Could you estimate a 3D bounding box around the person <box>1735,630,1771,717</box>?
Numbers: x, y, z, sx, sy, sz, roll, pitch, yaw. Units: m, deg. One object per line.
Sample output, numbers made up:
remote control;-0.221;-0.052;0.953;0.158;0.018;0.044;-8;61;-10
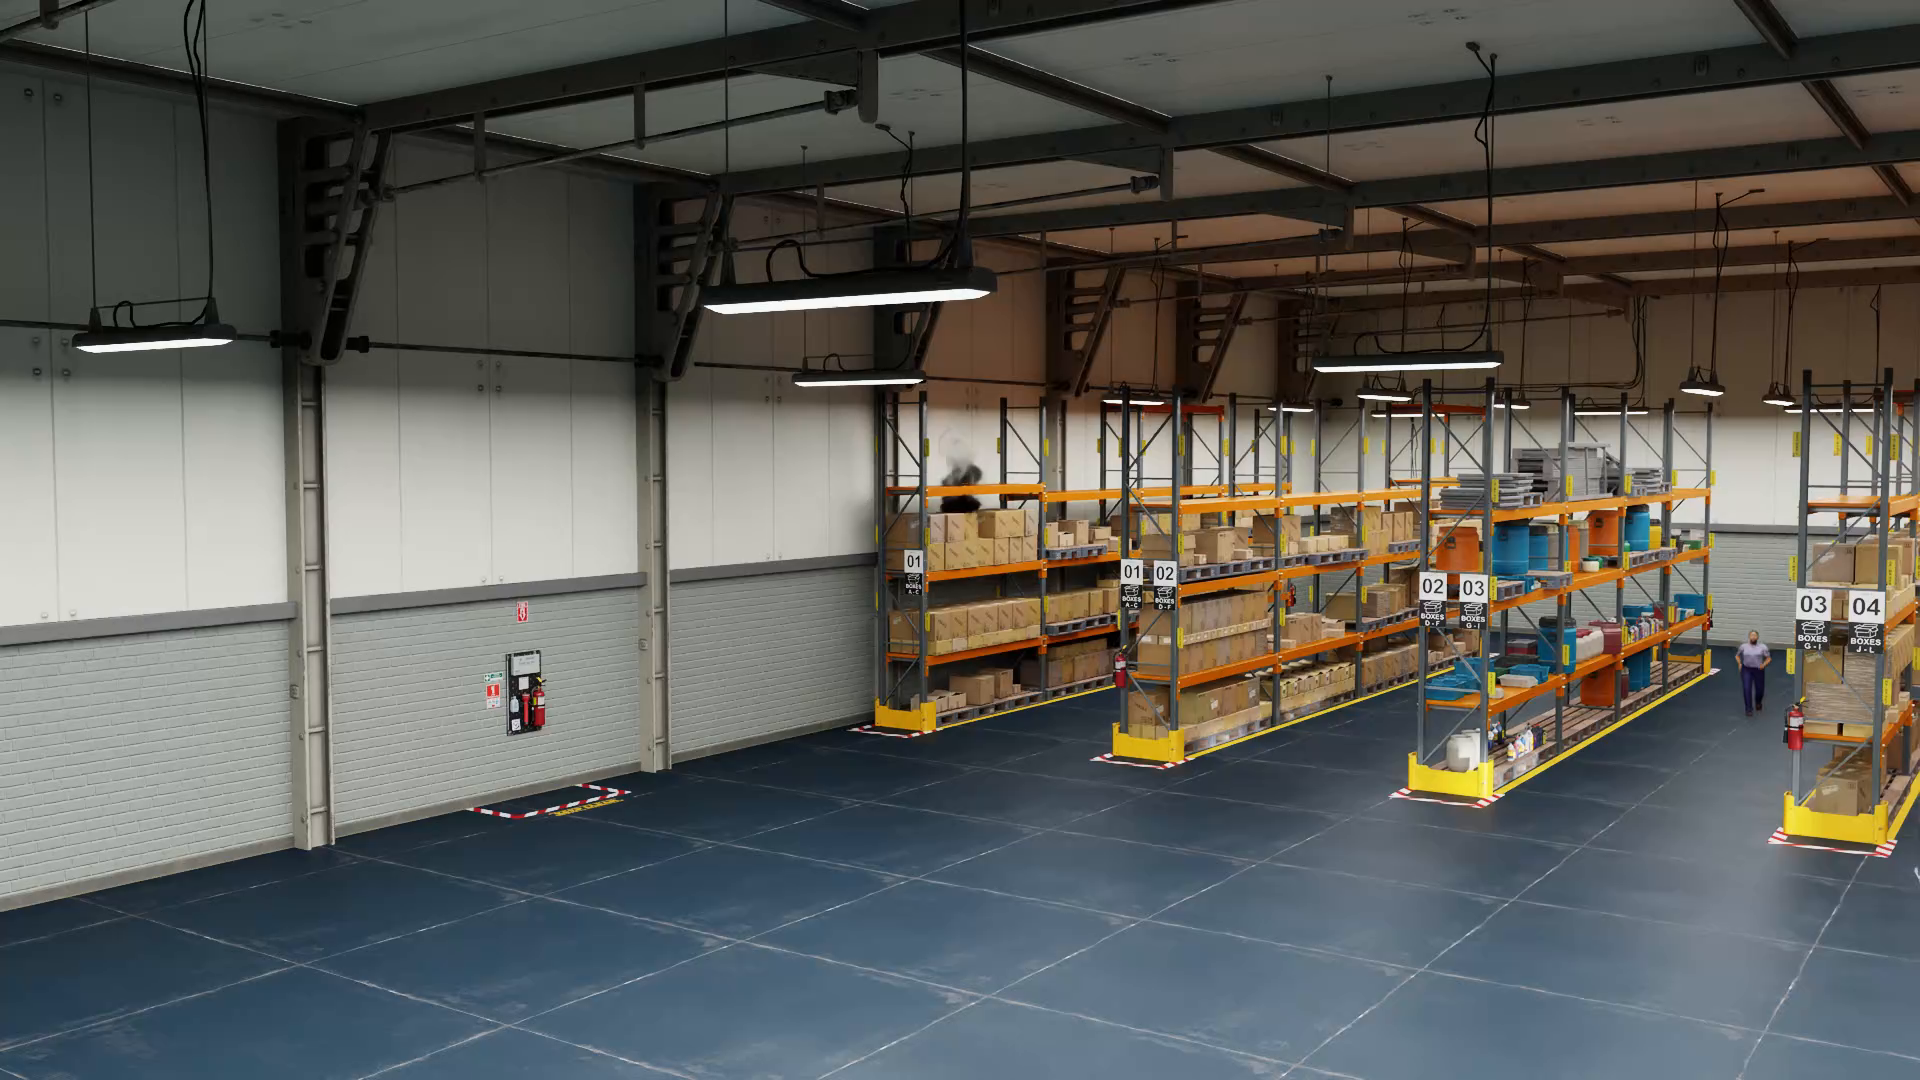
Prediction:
person;14.796;2.519;31.057;0.611;1.517;0.652;2;4;26
